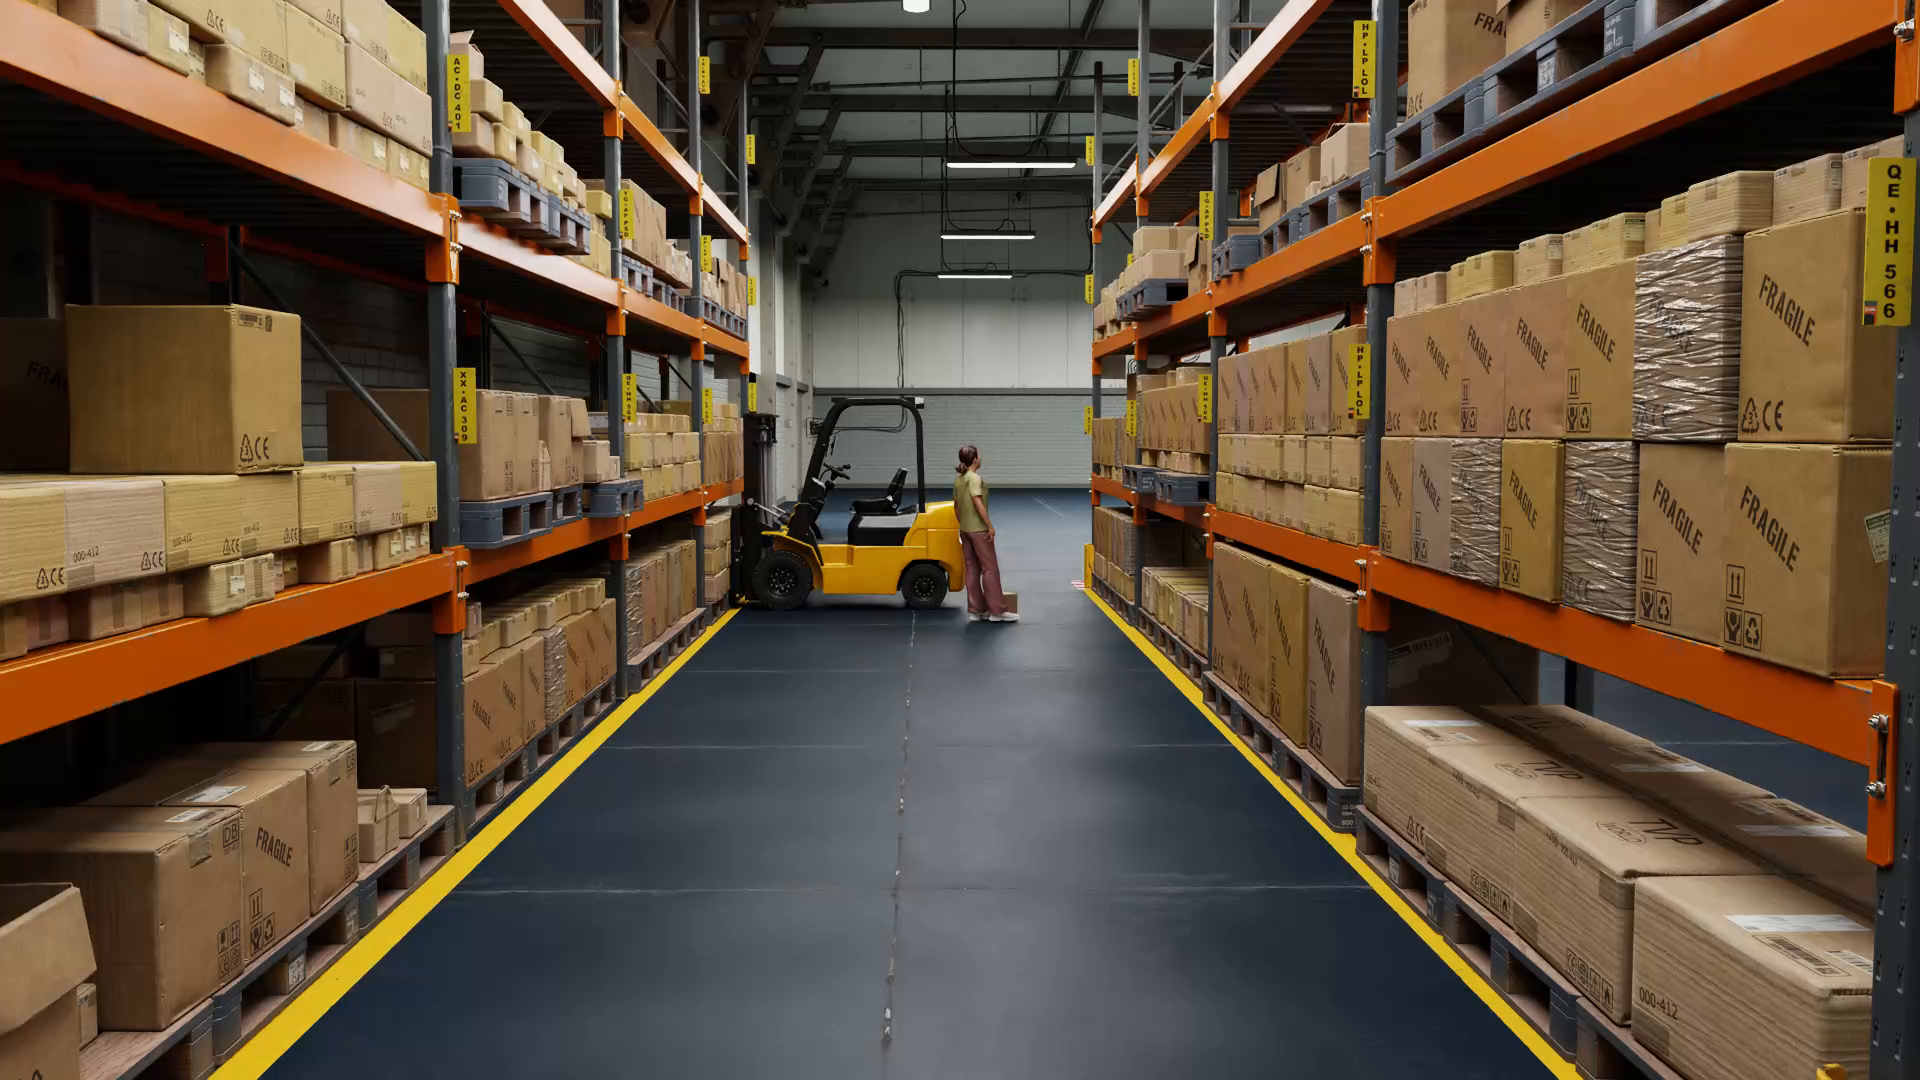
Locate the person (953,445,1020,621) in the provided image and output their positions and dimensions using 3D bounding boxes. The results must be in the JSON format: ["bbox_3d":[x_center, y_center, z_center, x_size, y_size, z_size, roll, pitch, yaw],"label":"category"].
[{"bbox_3d":[0.214,0.052,15.887,0.548,1.427,0.552,-2,4,-30],"label":"person"}]
